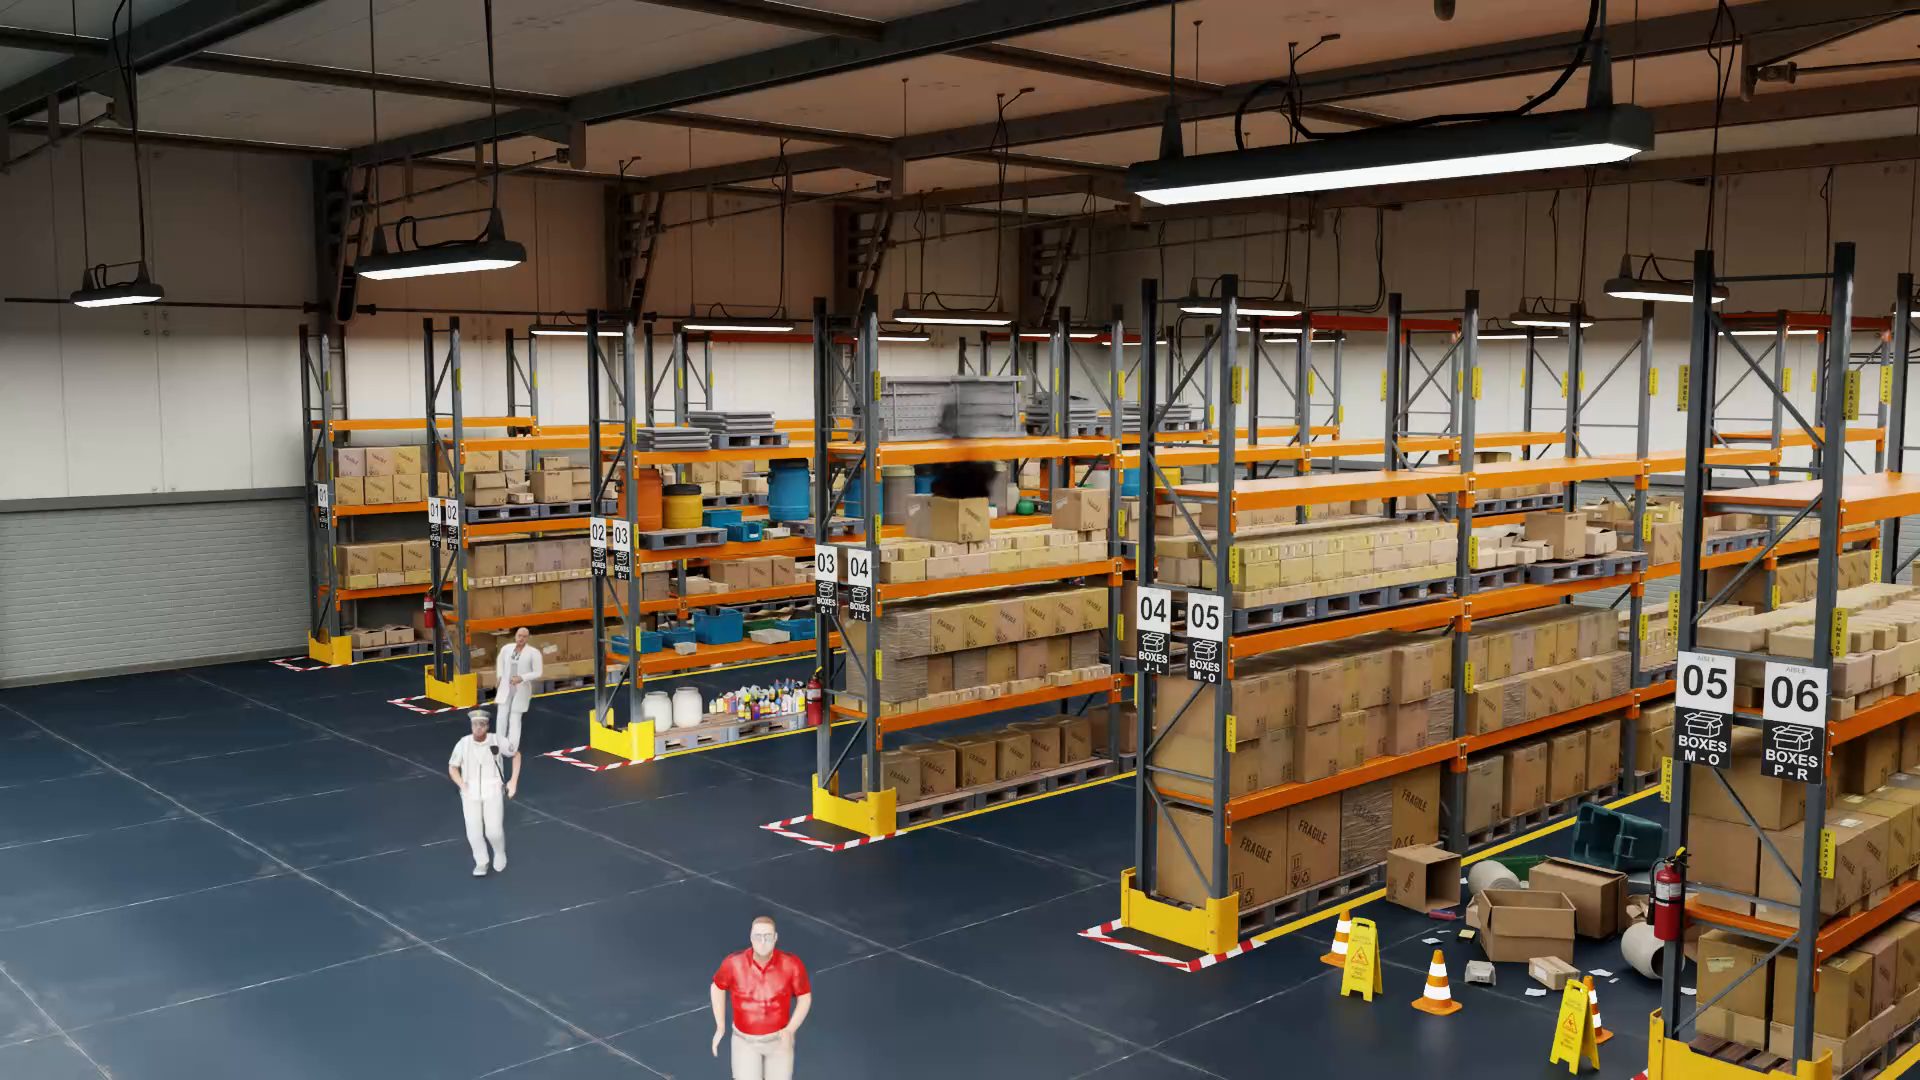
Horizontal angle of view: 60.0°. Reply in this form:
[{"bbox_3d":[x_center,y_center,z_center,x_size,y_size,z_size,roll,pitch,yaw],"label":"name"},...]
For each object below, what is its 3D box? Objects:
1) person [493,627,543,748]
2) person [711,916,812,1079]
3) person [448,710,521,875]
[{"bbox_3d":[-5.931,2.060,22.295,0.707,1.791,0.720,0,6,-2],"label":"person"},{"bbox_3d":[-1.279,3.252,10.731,0.653,1.675,0.631,-1,6,-7],"label":"person"},{"bbox_3d":[-4.847,2.580,16.940,0.706,1.735,0.608,-1,6,-9],"label":"person"}]
